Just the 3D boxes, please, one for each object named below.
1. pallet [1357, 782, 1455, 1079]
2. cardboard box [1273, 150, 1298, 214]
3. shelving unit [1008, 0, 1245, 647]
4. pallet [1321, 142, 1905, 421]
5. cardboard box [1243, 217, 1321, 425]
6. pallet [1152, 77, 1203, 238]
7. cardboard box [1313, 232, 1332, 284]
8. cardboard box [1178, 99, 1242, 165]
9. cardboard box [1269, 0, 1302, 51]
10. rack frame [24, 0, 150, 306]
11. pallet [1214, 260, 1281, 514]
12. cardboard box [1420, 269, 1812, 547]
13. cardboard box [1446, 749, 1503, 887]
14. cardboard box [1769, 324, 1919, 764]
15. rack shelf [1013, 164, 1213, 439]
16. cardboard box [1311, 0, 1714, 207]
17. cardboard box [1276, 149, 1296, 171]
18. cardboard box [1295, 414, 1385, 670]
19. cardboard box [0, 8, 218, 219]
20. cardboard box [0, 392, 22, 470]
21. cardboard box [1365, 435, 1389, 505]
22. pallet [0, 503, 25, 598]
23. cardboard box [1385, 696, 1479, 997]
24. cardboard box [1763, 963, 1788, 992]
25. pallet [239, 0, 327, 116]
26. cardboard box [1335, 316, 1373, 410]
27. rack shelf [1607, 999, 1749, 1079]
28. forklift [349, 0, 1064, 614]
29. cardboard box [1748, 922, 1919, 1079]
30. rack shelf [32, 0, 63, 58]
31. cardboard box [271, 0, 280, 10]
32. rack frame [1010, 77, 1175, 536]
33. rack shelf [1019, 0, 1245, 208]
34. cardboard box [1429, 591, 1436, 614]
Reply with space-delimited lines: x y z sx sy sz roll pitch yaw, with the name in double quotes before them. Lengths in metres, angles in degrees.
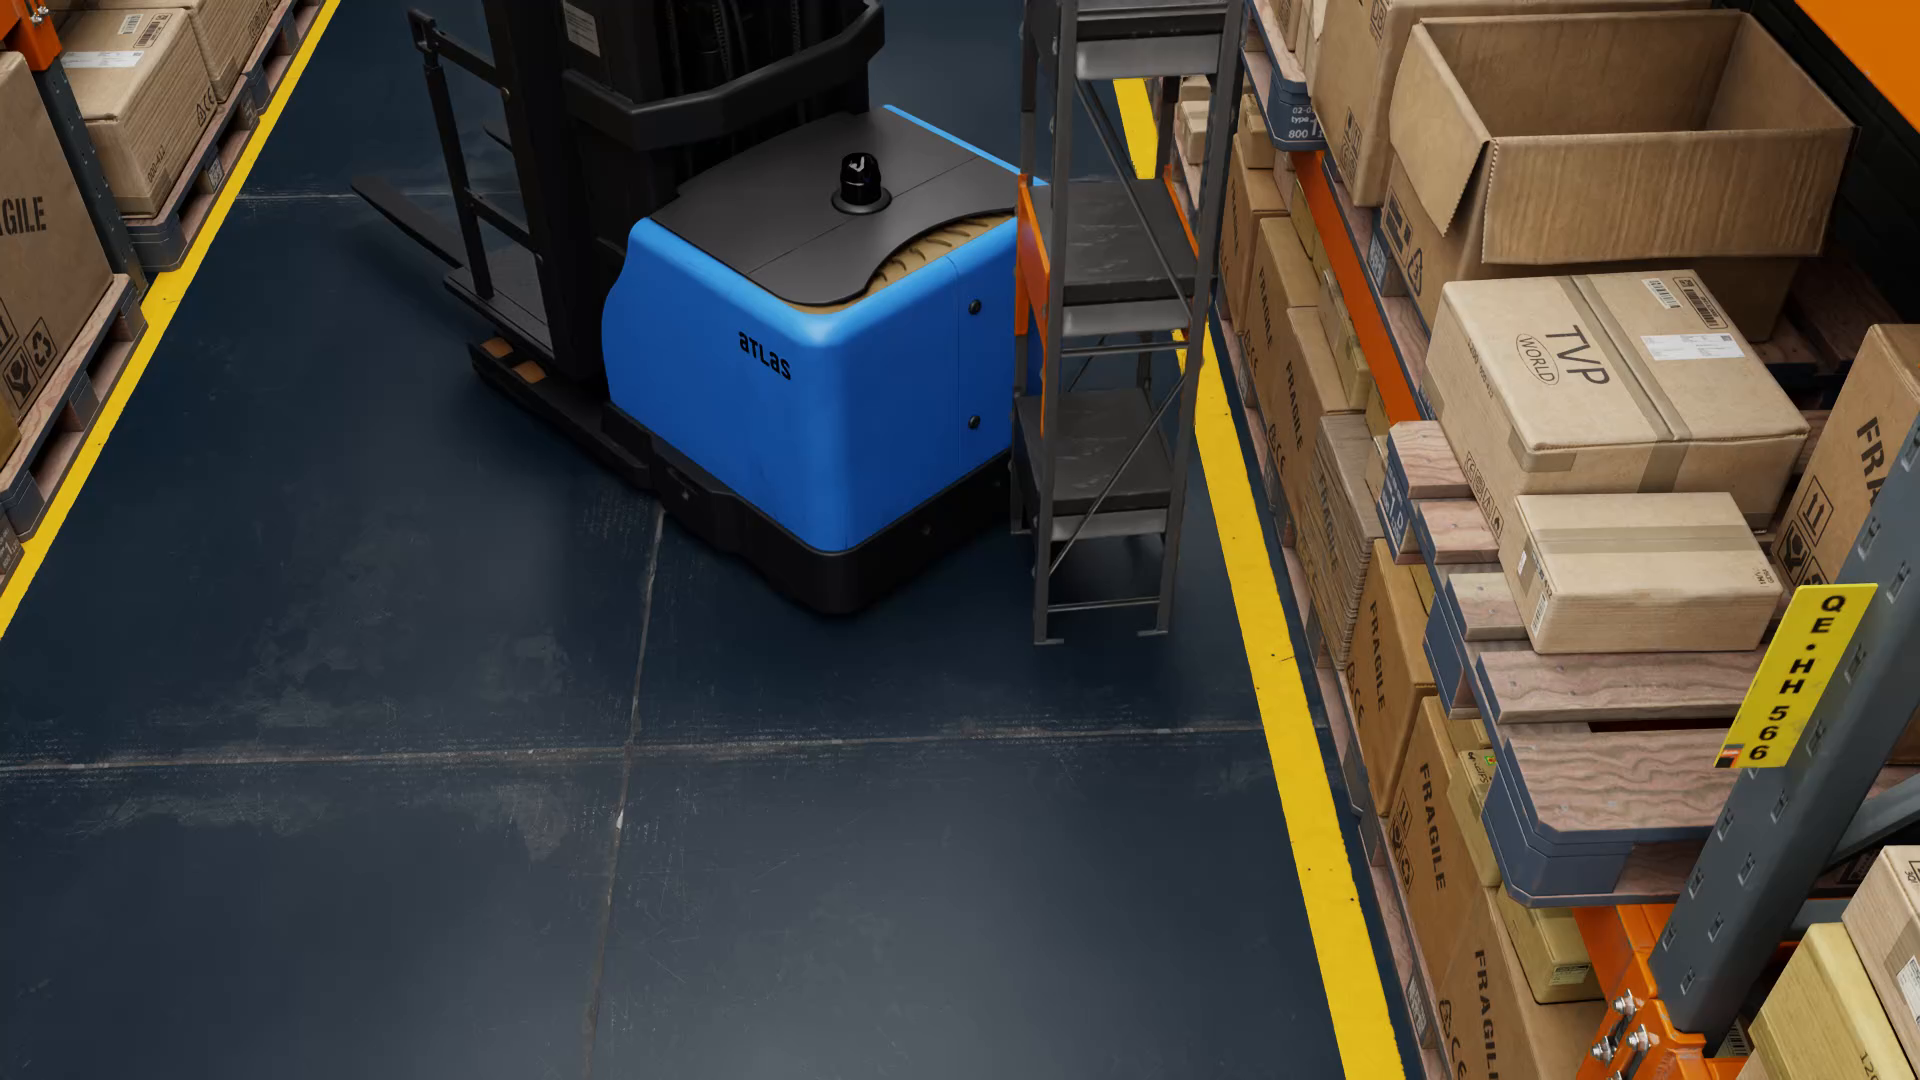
"pallet" 1.572 1.072 3.925 1.003 0.211 1.213 -2 43 -2
"cardboard box" 1.235 -1.189 5.387 0.380 0.149 0.250 -3 43 -3
"shelving unit" 0.388 -0.644 4.399 0.431 2.100 0.503 -5 43 -5
"pallet" 1.479 -0.693 3.928 1.003 0.211 1.213 -2 43 -2
"cardboard box" 1.224 -0.693 5.325 0.500 0.500 0.500 -2 43 -2
"pallet" 1.368 -1.587 6.826 1.003 0.211 1.213 -2 43 -2
"cardboard box" 1.282 -0.832 4.997 0.380 0.149 0.250 -2 43 -3
"cardboard box" 1.079 -1.623 6.600 0.380 0.149 0.250 -3 43 -3
"cardboard box" 1.215 -1.661 4.457 0.700 0.500 0.500 -1 43 -1
"rack frame" -3.563 -2.007 5.219 1.000 3.000 0.127 -2 43 -2
"pallet" 1.469 -0.576 5.722 1.003 0.211 1.213 -2 43 -2
"cardboard box" 1.198 -0.254 3.107 0.500 0.250 0.500 -3 43 -4
"cardboard box" 1.250 0.567 3.471 0.380 0.149 0.250 -4 43 -4
"cardboard box" 1.700 0.005 2.640 0.500 0.500 0.500 0 43 0
"rack shelf" 0.388 -0.634 4.408 0.431 0.518 0.480 -5 43 -5
"cardboard box" 1.249 -1.131 3.879 0.700 0.500 0.500 -2 43 -2
"cardboard box" 1.205 -1.310 5.298 0.380 0.149 0.250 -4 43 -4
"cardboard box" 1.257 -0.005 4.575 0.500 0.500 0.500 -3 43 -3
"cardboard box" -3.482 -1.644 6.409 0.875 0.438 0.875 -2 43 -2
"cardboard box" -3.410 -0.352 4.676 0.875 0.875 0.875 -1 43 -1
"cardboard box" 1.264 -0.146 4.248 0.380 0.149 0.250 -4 43 -4
"pallet" -3.400 0.366 4.695 1.003 0.211 1.213 -2 43 -2
"cardboard box" 1.323 0.698 3.808 0.500 0.500 0.500 -2 43 -2
"cardboard box" 1.828 1.023 3.453 0.500 0.500 0.500 0 43 0
"pallet" -3.572 -2.320 7.625 1.003 0.211 1.213 -2 43 -2
"cardboard box" 1.264 -0.495 4.629 0.380 0.149 0.250 0 43 0
"rack shelf" 1.651 2.164 1.201 1.077 0.370 4.000 -2 43 -2
"forklift" -1.065 -1.751 4.991 3.031 2.935 1.130 34 52 31
"cardboard box" 1.316 0.727 1.978 0.500 0.250 0.500 -2 43 -2
"rack shelf" -3.648 -3.092 6.935 1.077 0.370 4.000 -2 43 -2
"cardboard box" -3.557 -2.857 7.732 0.875 0.438 0.875 -1 43 -1
"rack frame" 0.358 -0.808 4.577 0.400 2.100 0.015 -5 43 -5
"rack shelf" 0.388 -1.150 3.935 0.431 0.518 0.480 -5 43 -5
"cardboard box" 1.317 0.208 3.862 0.380 0.149 0.250 0 43 -1
